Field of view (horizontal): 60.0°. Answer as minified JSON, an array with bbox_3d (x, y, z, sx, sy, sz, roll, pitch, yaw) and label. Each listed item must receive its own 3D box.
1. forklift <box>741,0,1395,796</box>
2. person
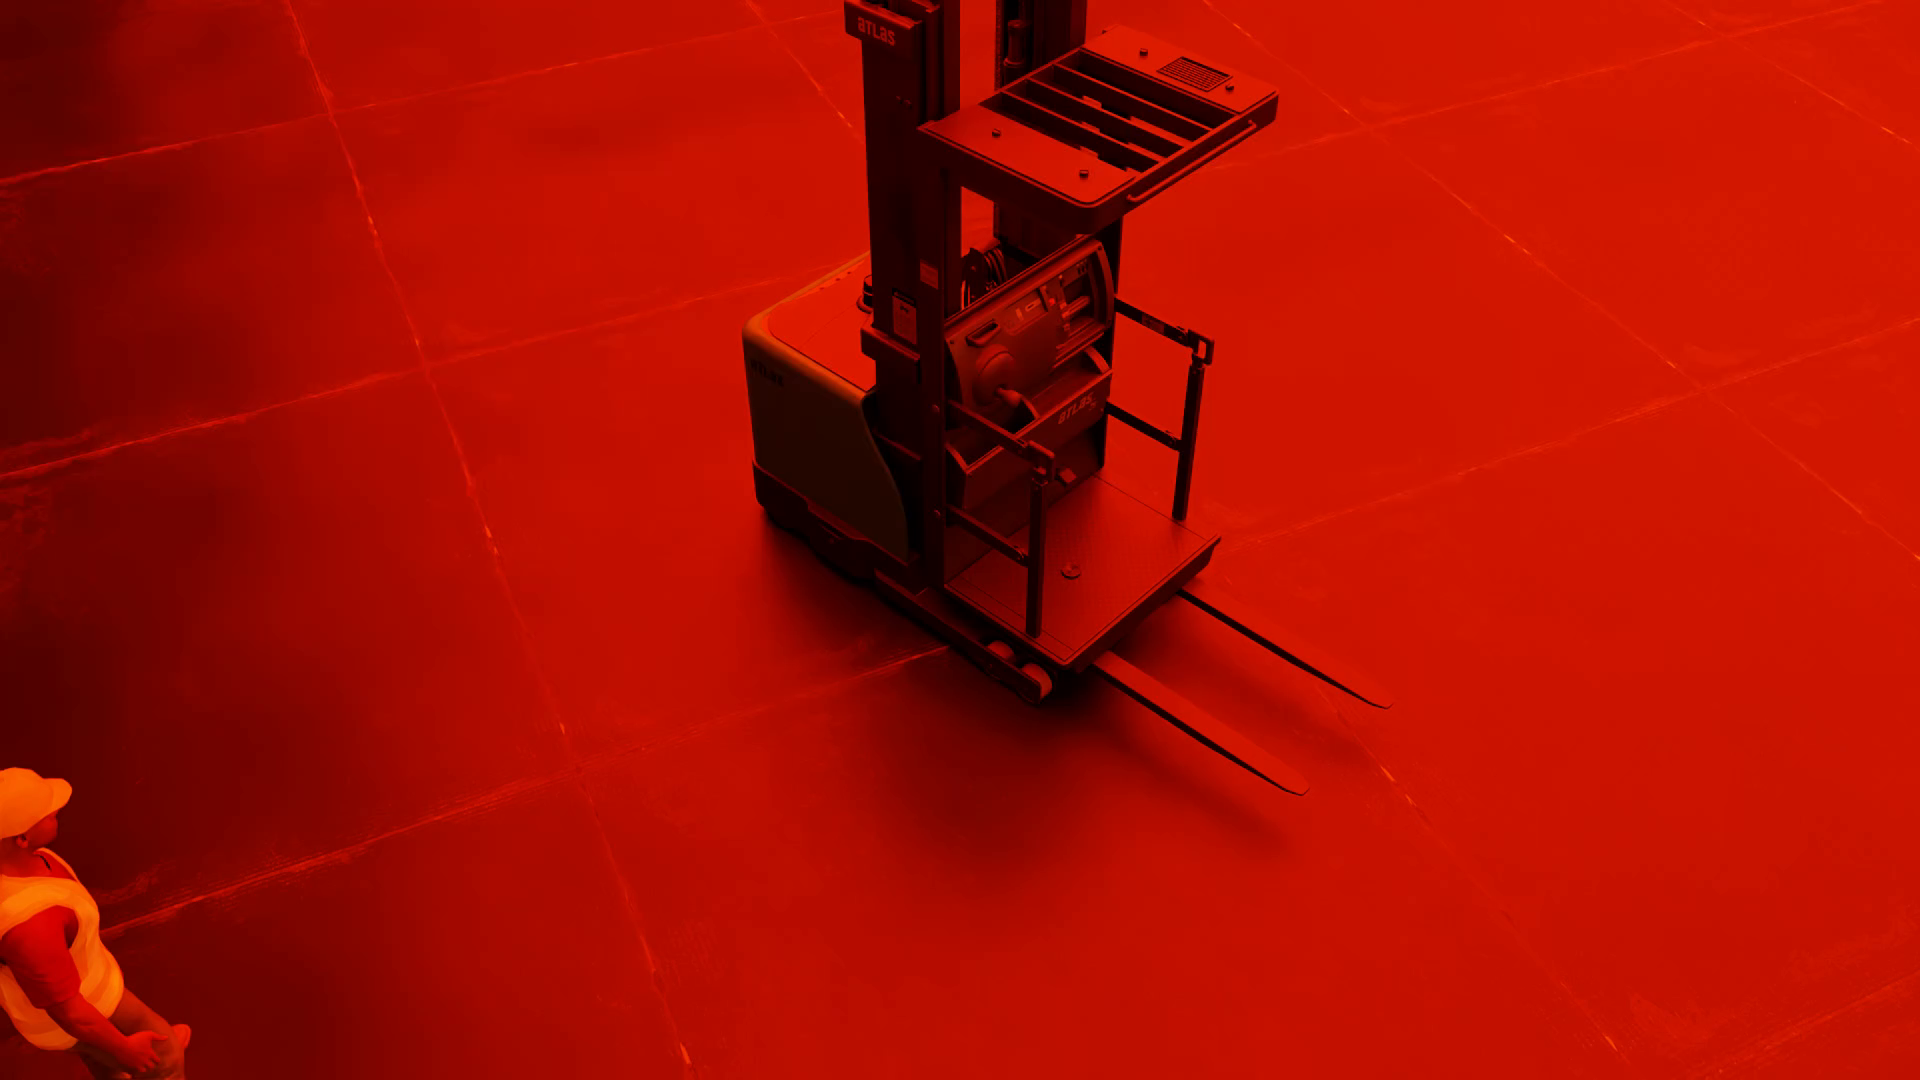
[{"bbox_3d":[0.445,-0.788,6.525,3.031,2.935,1.130,32,52,30],"label":"forklift"},{"bbox_3d":[-2.678,1.343,5.100,0.692,1.762,0.451,33,52,31],"label":"person"}]
